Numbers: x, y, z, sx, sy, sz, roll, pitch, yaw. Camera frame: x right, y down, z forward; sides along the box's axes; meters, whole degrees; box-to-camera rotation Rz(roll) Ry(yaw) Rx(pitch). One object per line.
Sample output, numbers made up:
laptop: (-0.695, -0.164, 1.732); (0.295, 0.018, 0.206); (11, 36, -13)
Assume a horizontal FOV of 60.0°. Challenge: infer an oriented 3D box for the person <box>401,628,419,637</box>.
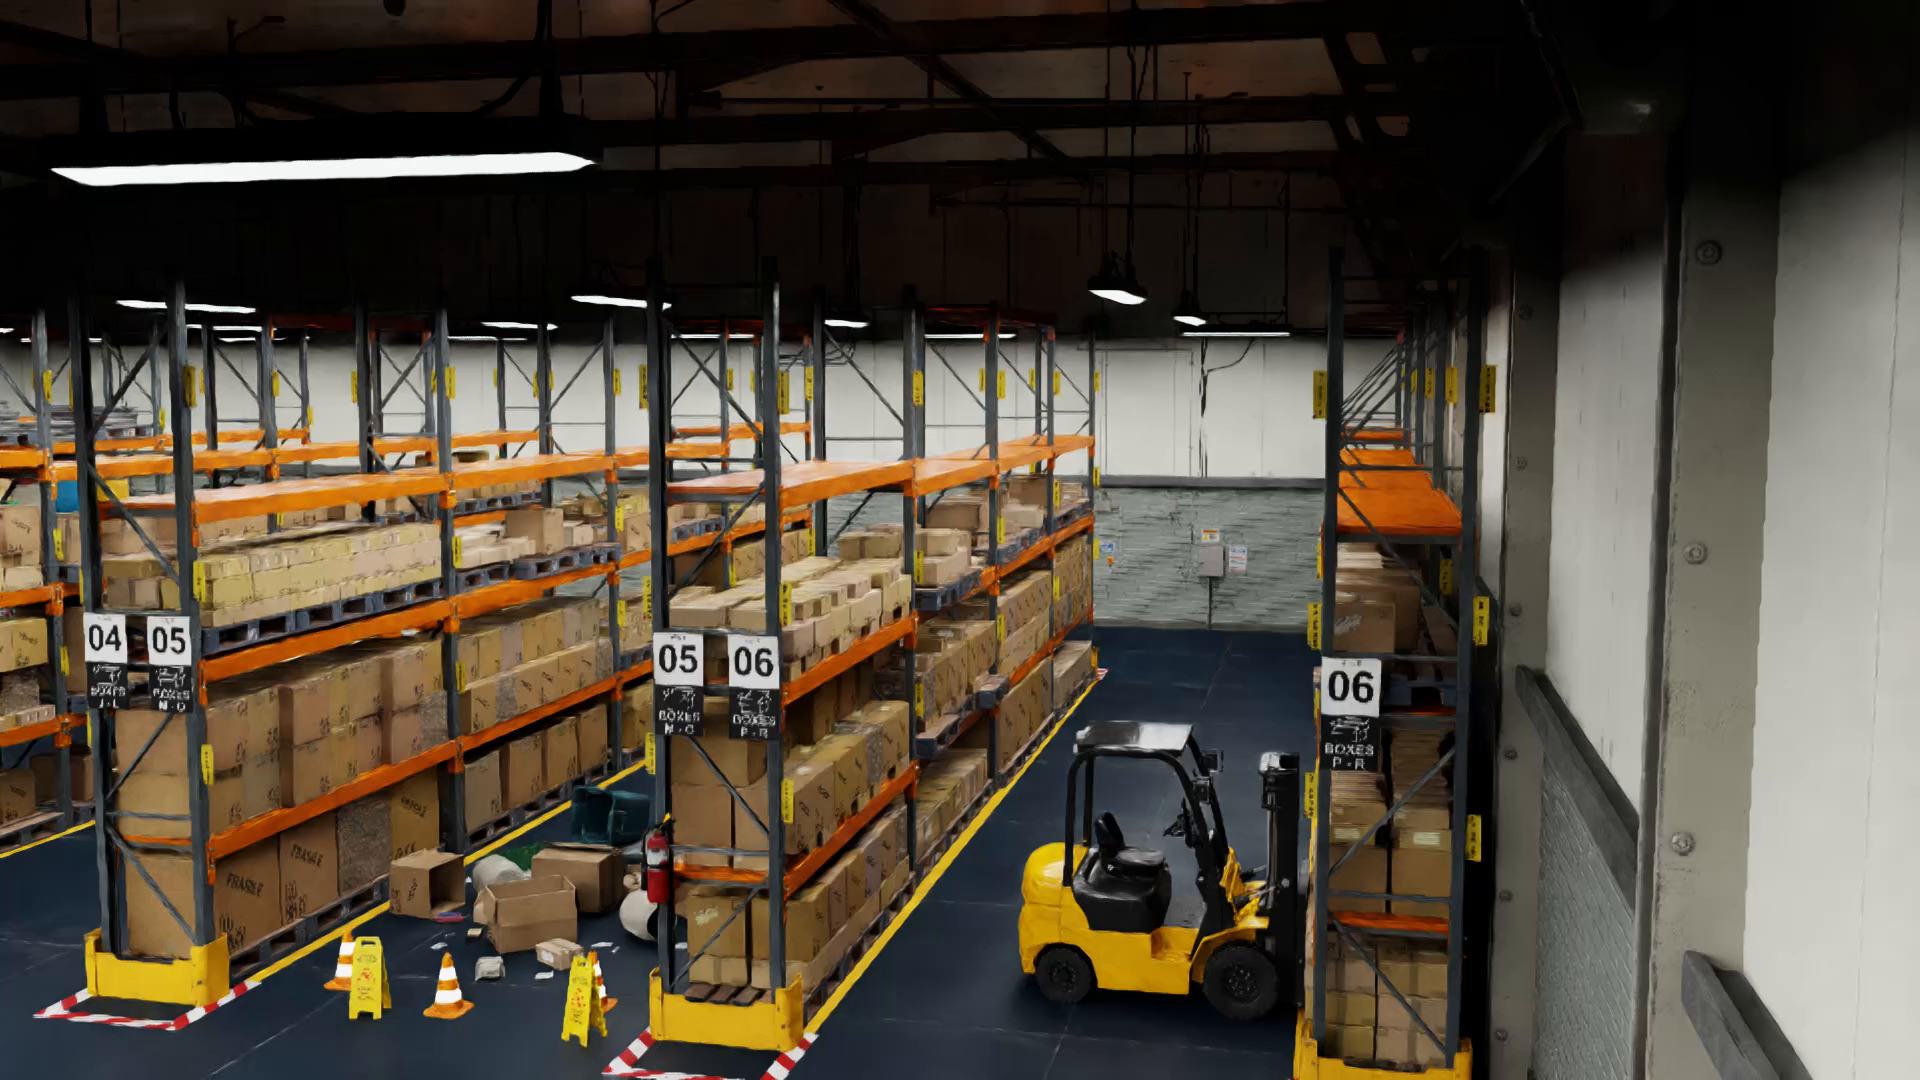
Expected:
person: (-7.482, 2.035, 22.674); (0.528, 1.671, 0.531); (5, 8, 42)
